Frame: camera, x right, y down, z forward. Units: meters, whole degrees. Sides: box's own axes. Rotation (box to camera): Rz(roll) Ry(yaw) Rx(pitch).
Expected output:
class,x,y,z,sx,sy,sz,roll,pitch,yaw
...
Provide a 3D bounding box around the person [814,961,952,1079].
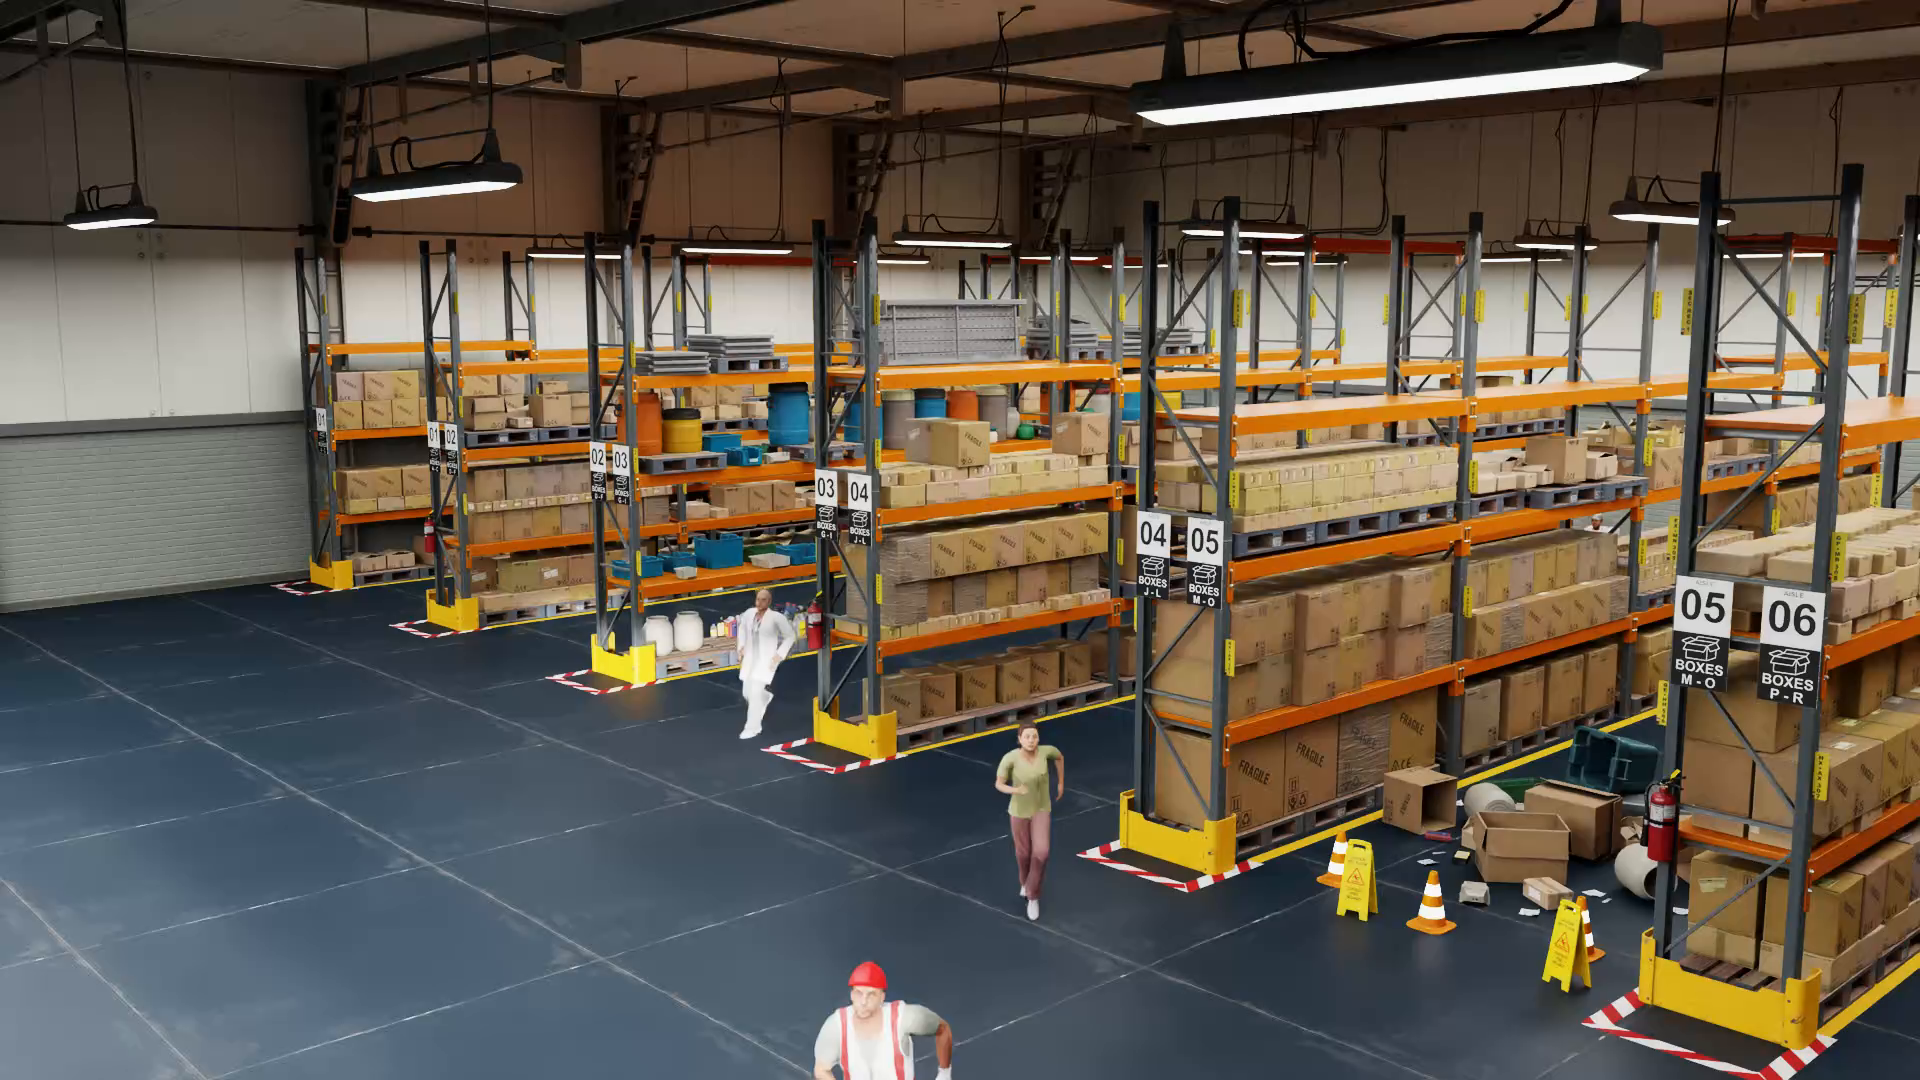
class,x,y,z,sx,sy,sz,roll,pitch,yaw
person,-0.423,3.042,8.720,0.707,1.728,0.657,1,8,8

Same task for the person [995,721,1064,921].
class,x,y,z,sx,sy,sz,roll,pitch,yaw
person,0.588,2.308,13.983,0.601,1.674,0.798,-1,8,-3

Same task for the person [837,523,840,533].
class,x,y,z,sx,sy,sz,roll,pitch,yaw
person,-2.620,-0.735,34.443,0.676,1.751,0.854,7,11,40

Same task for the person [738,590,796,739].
class,x,y,z,sx,sy,sz,roll,pitch,yaw
person,-2.294,1.458,19.731,0.764,1.766,0.774,3,9,22

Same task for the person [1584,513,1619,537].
class,x,y,z,sx,sy,sz,roll,pitch,yaw
person,10.435,0.391,27.242,0.619,1.716,0.909,7,11,39
